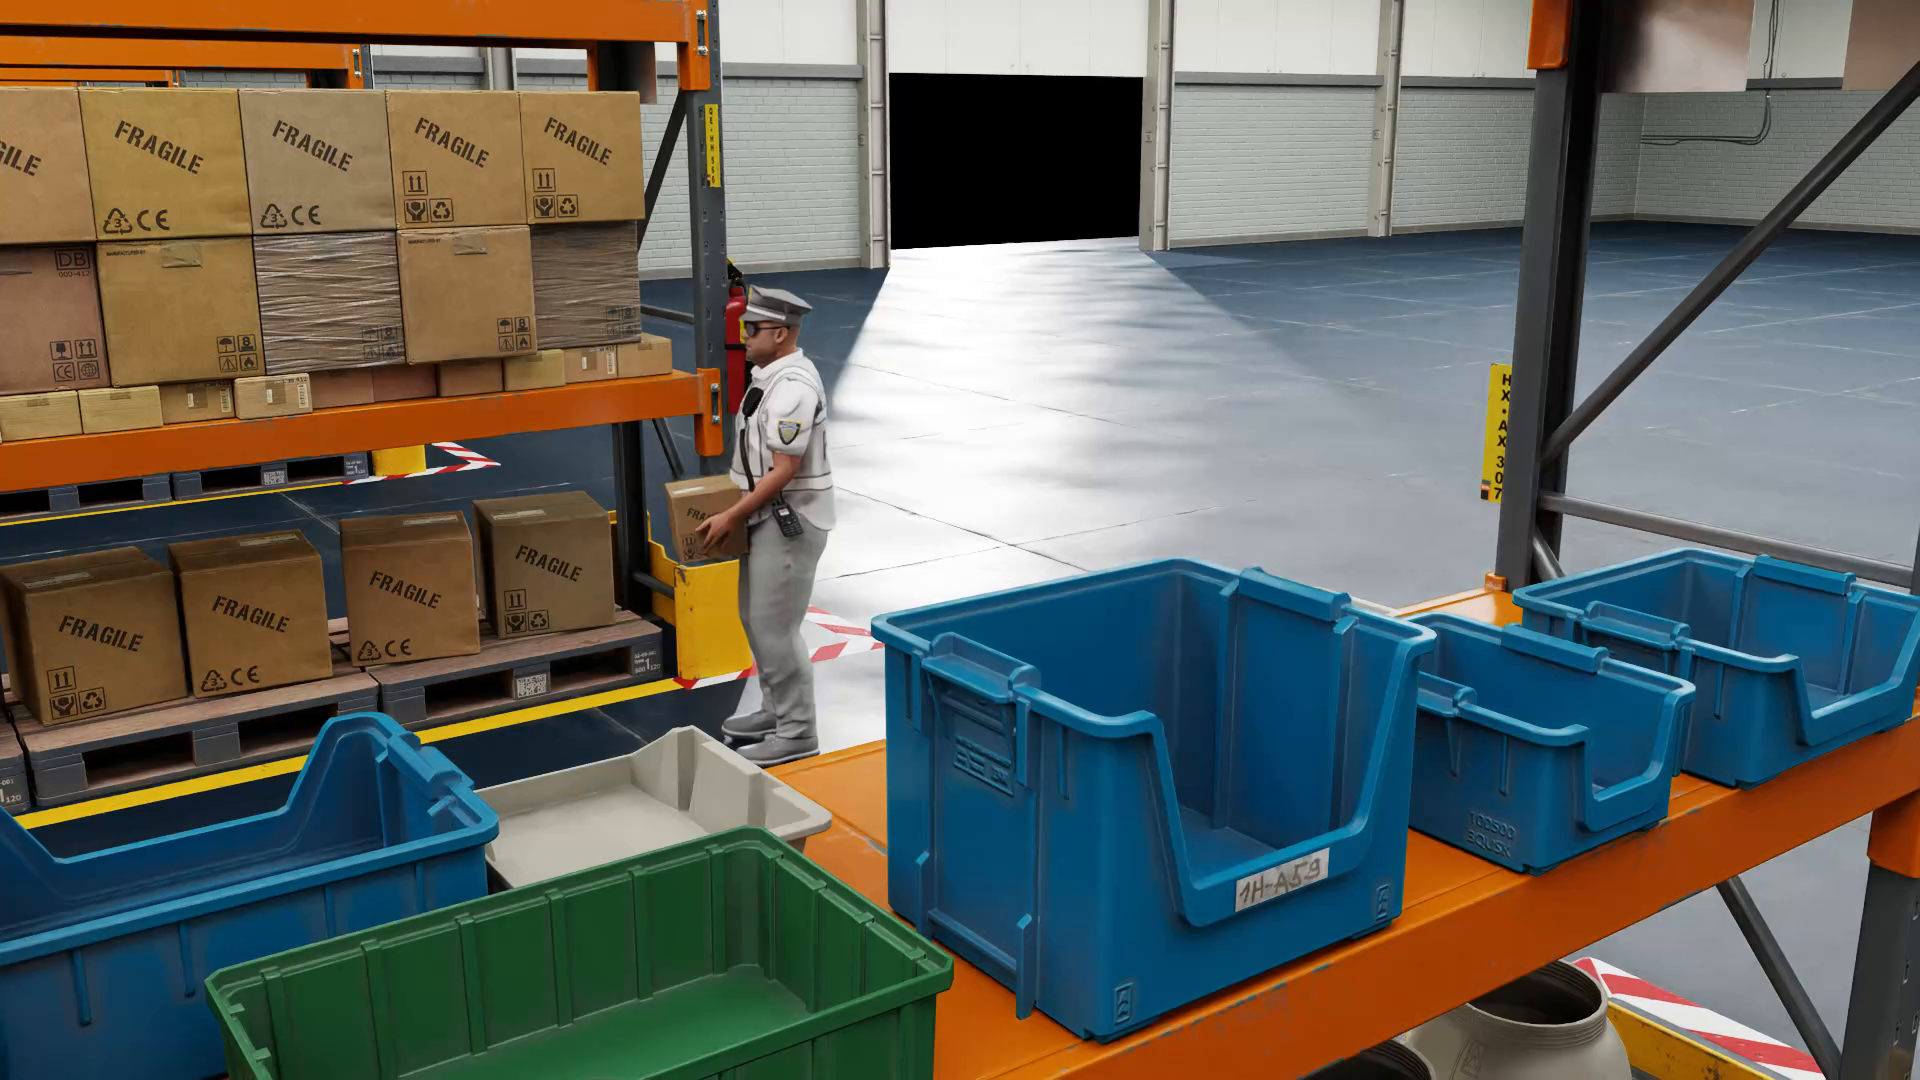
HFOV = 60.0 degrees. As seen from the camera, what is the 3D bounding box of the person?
[{"bbox_3d":[-0.734,-0.059,6.171,0.525,1.773,0.527,-4,15,-15],"label":"person"}]
